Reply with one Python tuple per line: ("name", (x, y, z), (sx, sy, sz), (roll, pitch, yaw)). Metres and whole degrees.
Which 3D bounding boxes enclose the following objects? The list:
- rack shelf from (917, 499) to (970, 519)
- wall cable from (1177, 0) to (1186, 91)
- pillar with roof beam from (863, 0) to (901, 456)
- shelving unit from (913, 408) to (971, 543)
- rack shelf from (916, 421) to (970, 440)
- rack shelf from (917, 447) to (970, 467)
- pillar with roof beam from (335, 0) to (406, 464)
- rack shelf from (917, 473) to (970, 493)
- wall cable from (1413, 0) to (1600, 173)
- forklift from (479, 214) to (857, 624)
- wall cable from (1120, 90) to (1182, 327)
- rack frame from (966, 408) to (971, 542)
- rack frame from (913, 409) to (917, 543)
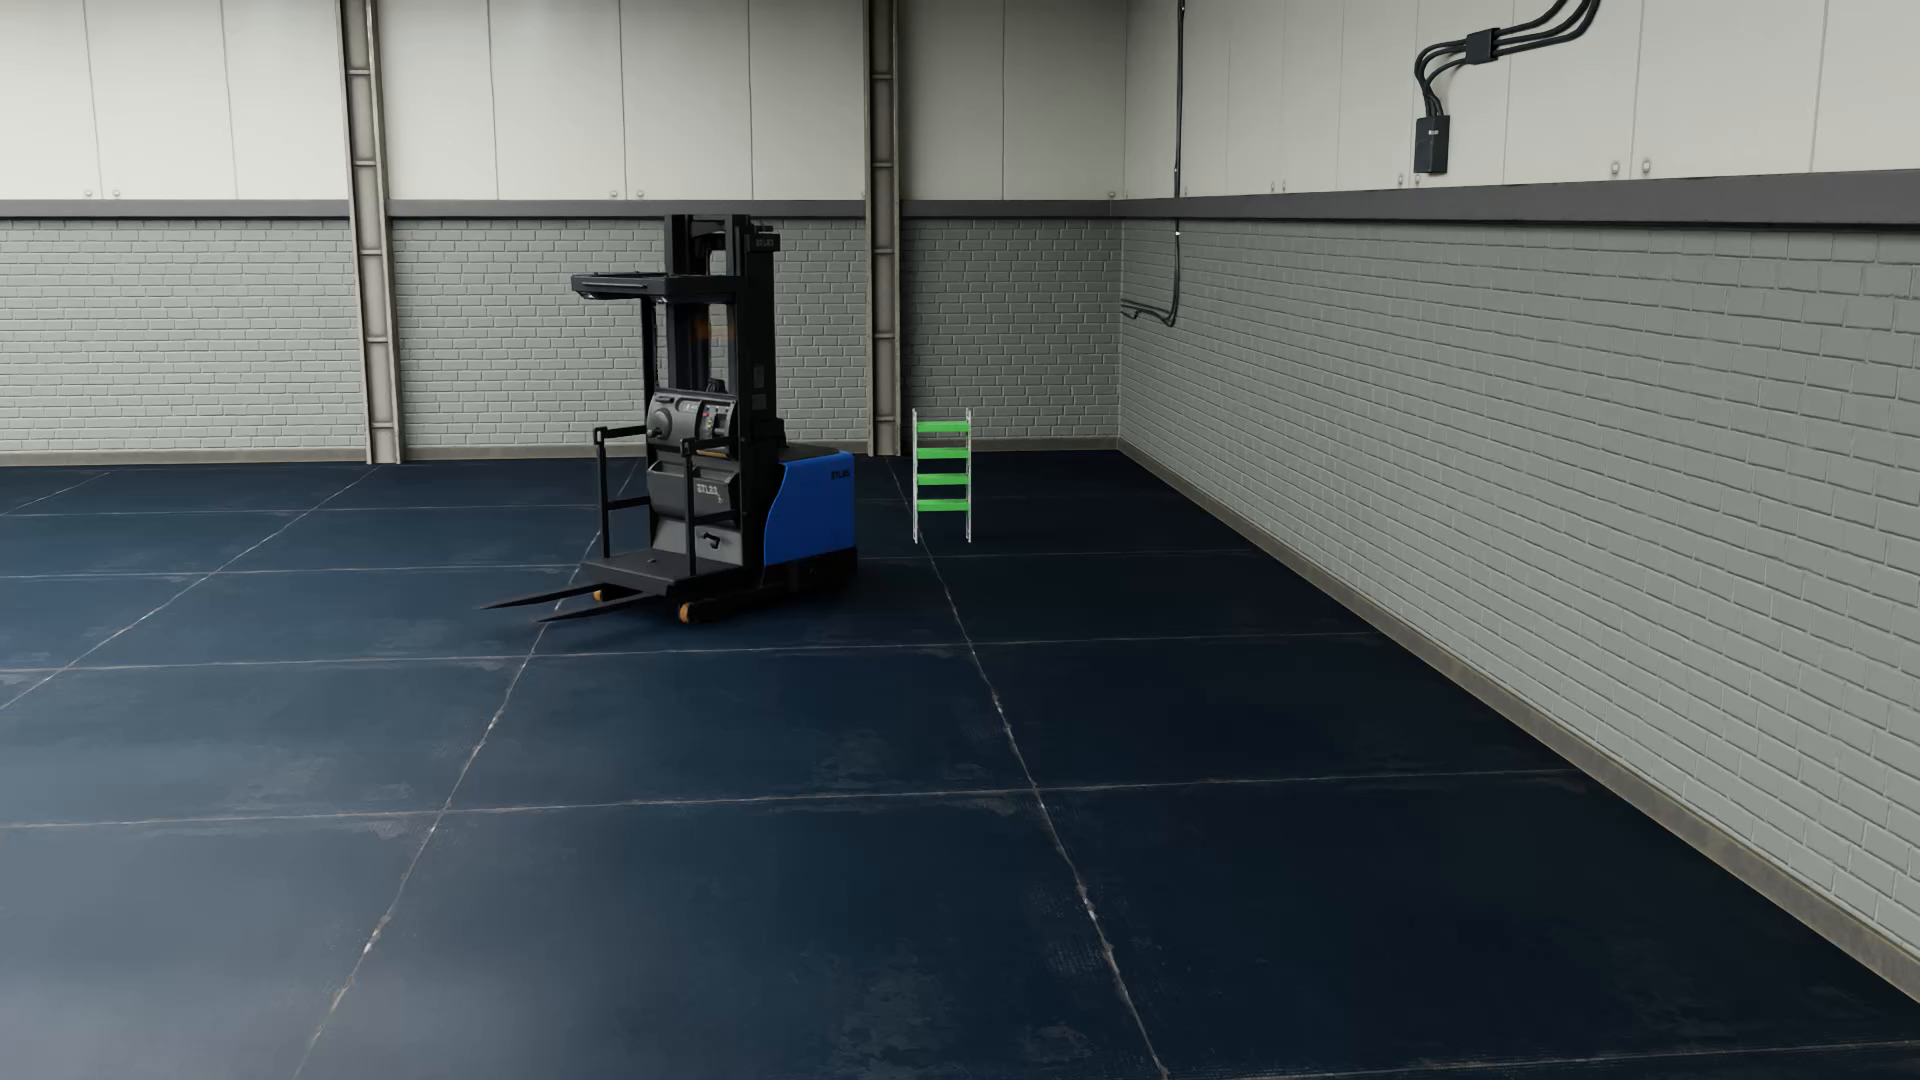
("rack shelf", (-0.165, -0.287, 15.175), (0.480, 0.148, 0.258), (-1, 11, -6))
("wall cable", (2.423, -5.724, 15.995), (0.112, 2.526, 3.097), (-1, 11, -6))
("pillar with roof beam", (-0.475, -4.655, 15.600), (0.400, 9.000, 9.100), (-1, 11, -6))
("shelving unit", (-0.165, -0.585, 15.117), (0.503, 1.200, 0.258), (-1, 11, -6))
("rack shelf", (-0.165, -0.994, 15.036), (0.480, 0.148, 0.258), (-1, 11, -6))
("rack shelf", (-0.165, -0.758, 15.083), (0.480, 0.148, 0.258), (-1, 11, -6))
("pillar with roof beam", (-6.440, -4.530, 14.964), (0.400, 9.000, 9.100), (-1, 11, -6))
("rack shelf", (-0.165, -0.523, 15.129), (0.480, 0.148, 0.258), (-1, 11, -6))
("wall cable", (3.141, -5.136, 9.231), (0.169, 6.003, 2.305), (-1, 11, -6))
("forklift", (-2.162, -0.931, 12.385), (1.130, 2.935, 3.031), (9, 14, 39))
("wall cable", (2.131, -3.765, 19.121), (0.112, 2.526, 3.097), (-1, 11, -6))
("rack frame", (0.078, -0.590, 15.143), (0.015, 1.200, 0.240), (-1, 11, -6))
("rack frame", (-0.407, -0.580, 15.091), (0.015, 1.200, 0.240), (-1, 11, -6))
